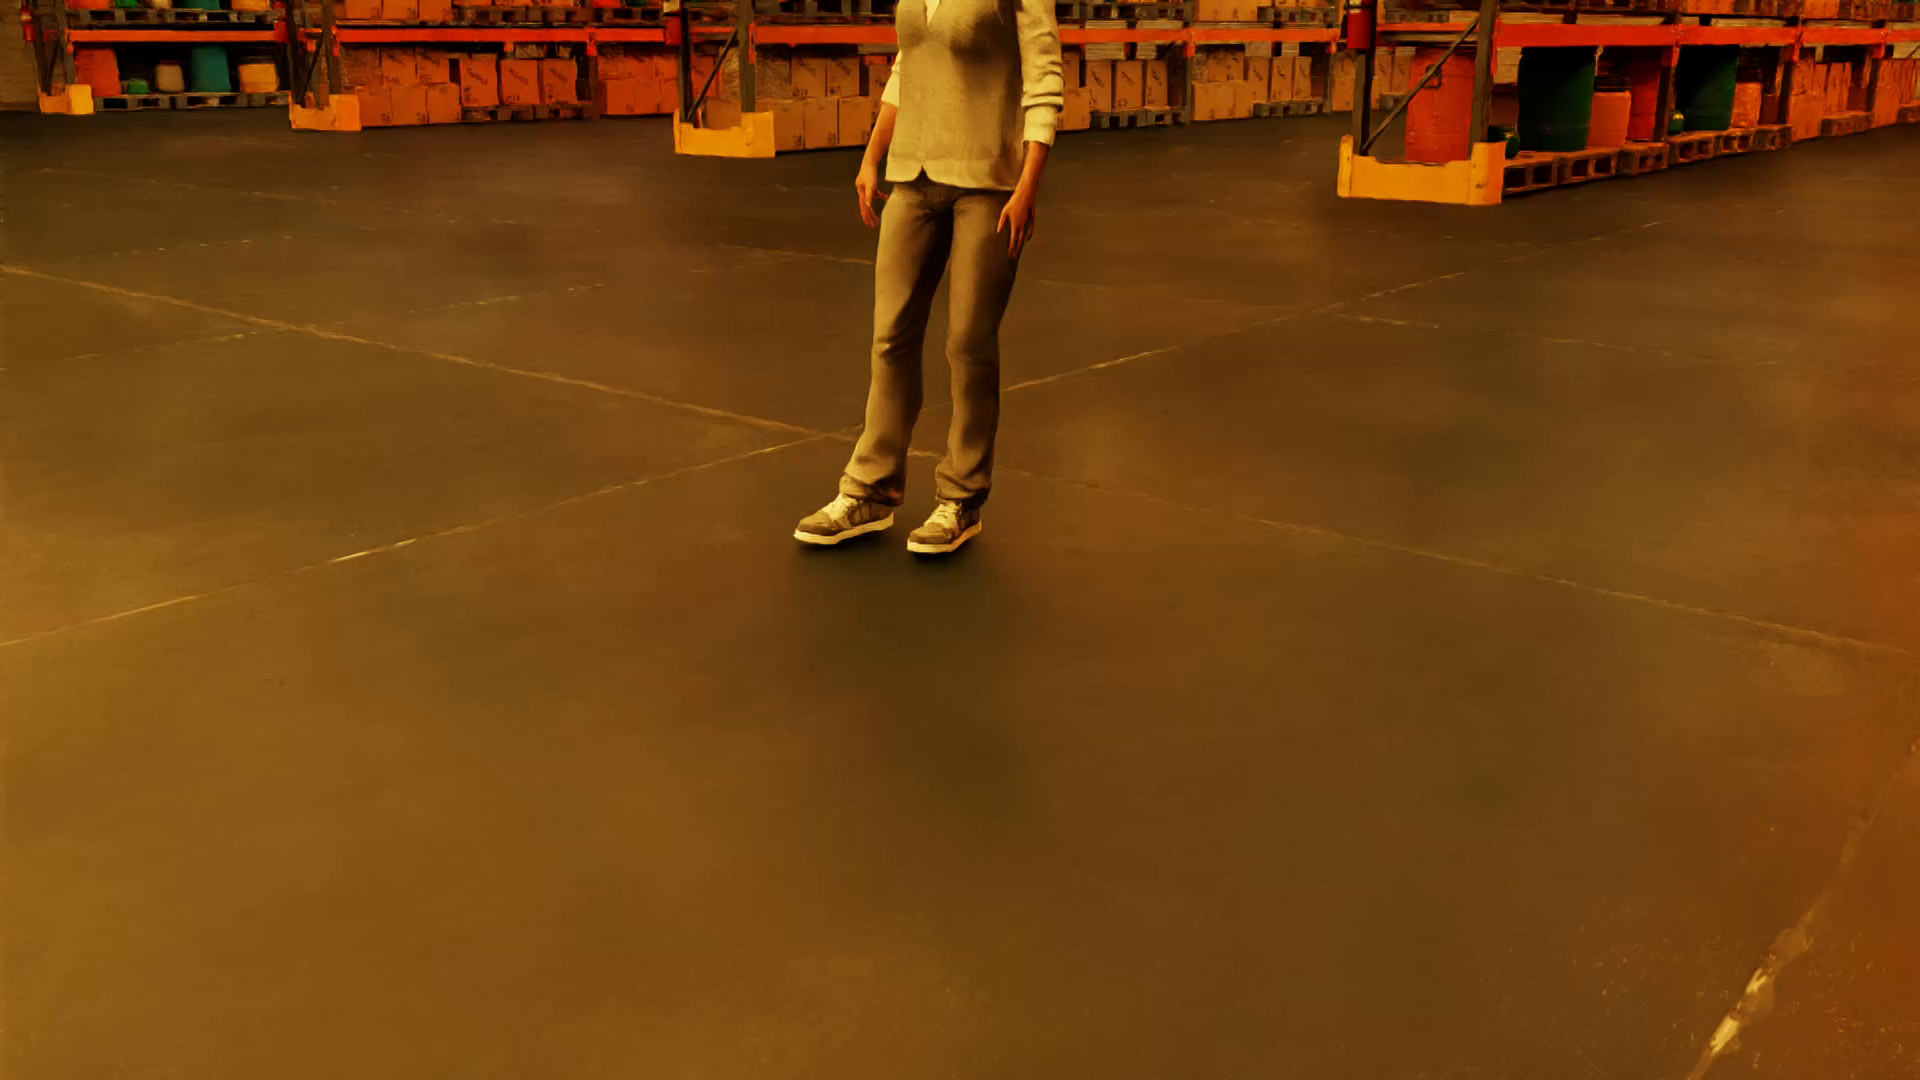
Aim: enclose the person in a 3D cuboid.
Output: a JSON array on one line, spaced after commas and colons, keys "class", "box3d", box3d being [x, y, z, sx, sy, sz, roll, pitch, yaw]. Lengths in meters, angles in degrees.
[{"class": "person", "box3d": [-0.058, -0.757, 3.661, 0.521, 1.597, 0.473, 13, 21, 37]}]
